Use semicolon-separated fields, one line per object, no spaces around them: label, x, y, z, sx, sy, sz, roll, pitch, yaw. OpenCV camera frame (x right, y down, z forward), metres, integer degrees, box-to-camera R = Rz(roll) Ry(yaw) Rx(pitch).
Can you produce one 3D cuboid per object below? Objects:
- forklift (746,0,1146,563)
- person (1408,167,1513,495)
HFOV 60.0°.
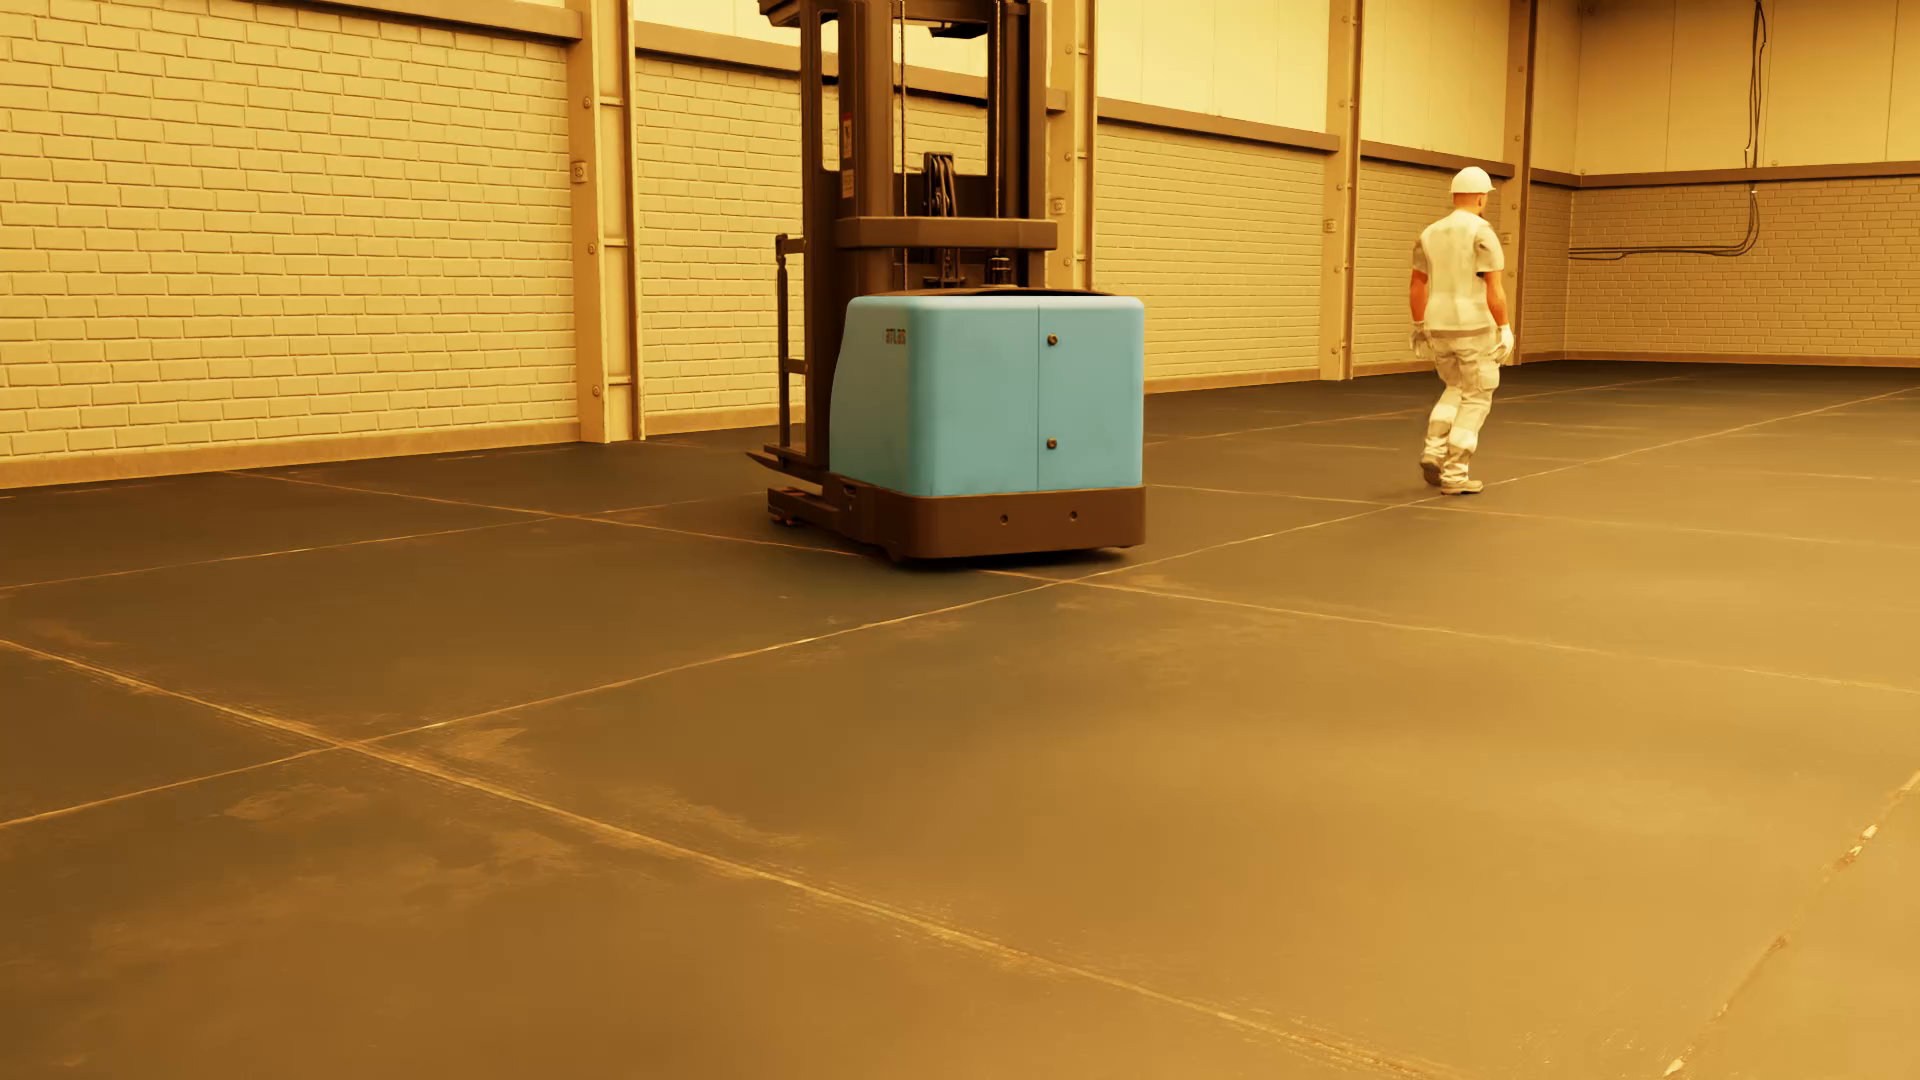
forklift;-0.280;-1.533;7.761;1.130;2.935;3.031;-4;9;-23
person;2.798;-1.143;9.159;0.474;1.780;0.673;-6;10;-33
